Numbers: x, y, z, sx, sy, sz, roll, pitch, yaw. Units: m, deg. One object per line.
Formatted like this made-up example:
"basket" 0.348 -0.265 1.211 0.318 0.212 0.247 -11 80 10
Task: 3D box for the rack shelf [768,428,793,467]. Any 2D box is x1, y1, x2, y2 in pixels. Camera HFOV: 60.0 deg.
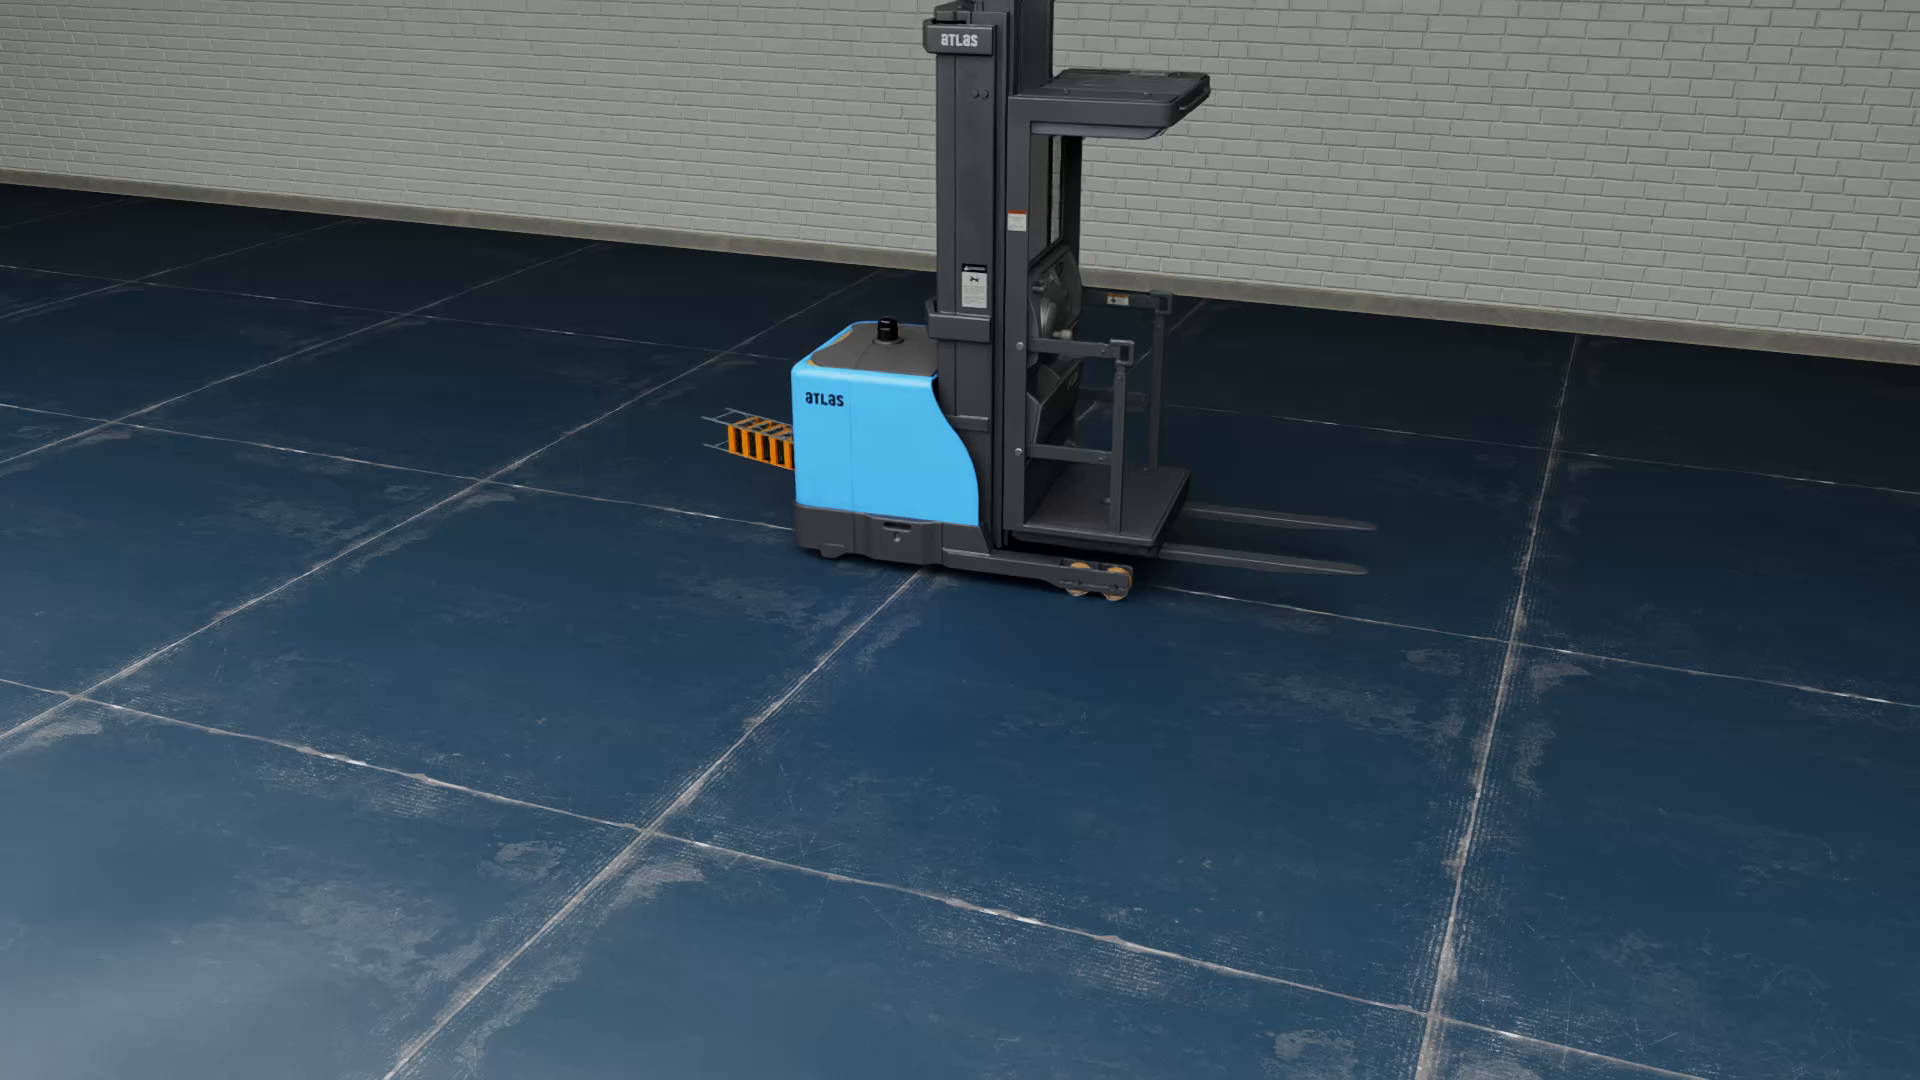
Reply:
"rack shelf" -1.073 -0.585 10.400 0.103 0.180 0.258 16 28 34

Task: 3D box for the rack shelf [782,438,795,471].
"rack shelf" -0.977 -0.557 10.333 0.103 0.180 0.258 16 28 34

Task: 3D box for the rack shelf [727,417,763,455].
"rack shelf" -1.359 -0.669 10.602 0.103 0.180 0.258 16 28 34

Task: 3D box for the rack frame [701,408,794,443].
"rack frame" -1.108 -0.680 10.390 1.200 0.006 0.240 16 28 34

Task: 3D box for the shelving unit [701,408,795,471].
"shelving unit" -1.108 -0.596 10.425 1.200 0.189 0.258 16 28 34

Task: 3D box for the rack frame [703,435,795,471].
"rack frame" -1.108 -0.511 10.460 1.200 0.006 0.240 16 28 34

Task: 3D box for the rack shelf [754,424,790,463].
"rack shelf" -1.168 -0.613 10.467 0.103 0.180 0.258 16 28 34

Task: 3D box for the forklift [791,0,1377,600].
"forklift" 0.677 -1.274 8.497 3.031 2.935 1.130 7 24 16

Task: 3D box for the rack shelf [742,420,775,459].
"rack shelf" -1.263 -0.641 10.534 0.103 0.180 0.258 16 28 34
